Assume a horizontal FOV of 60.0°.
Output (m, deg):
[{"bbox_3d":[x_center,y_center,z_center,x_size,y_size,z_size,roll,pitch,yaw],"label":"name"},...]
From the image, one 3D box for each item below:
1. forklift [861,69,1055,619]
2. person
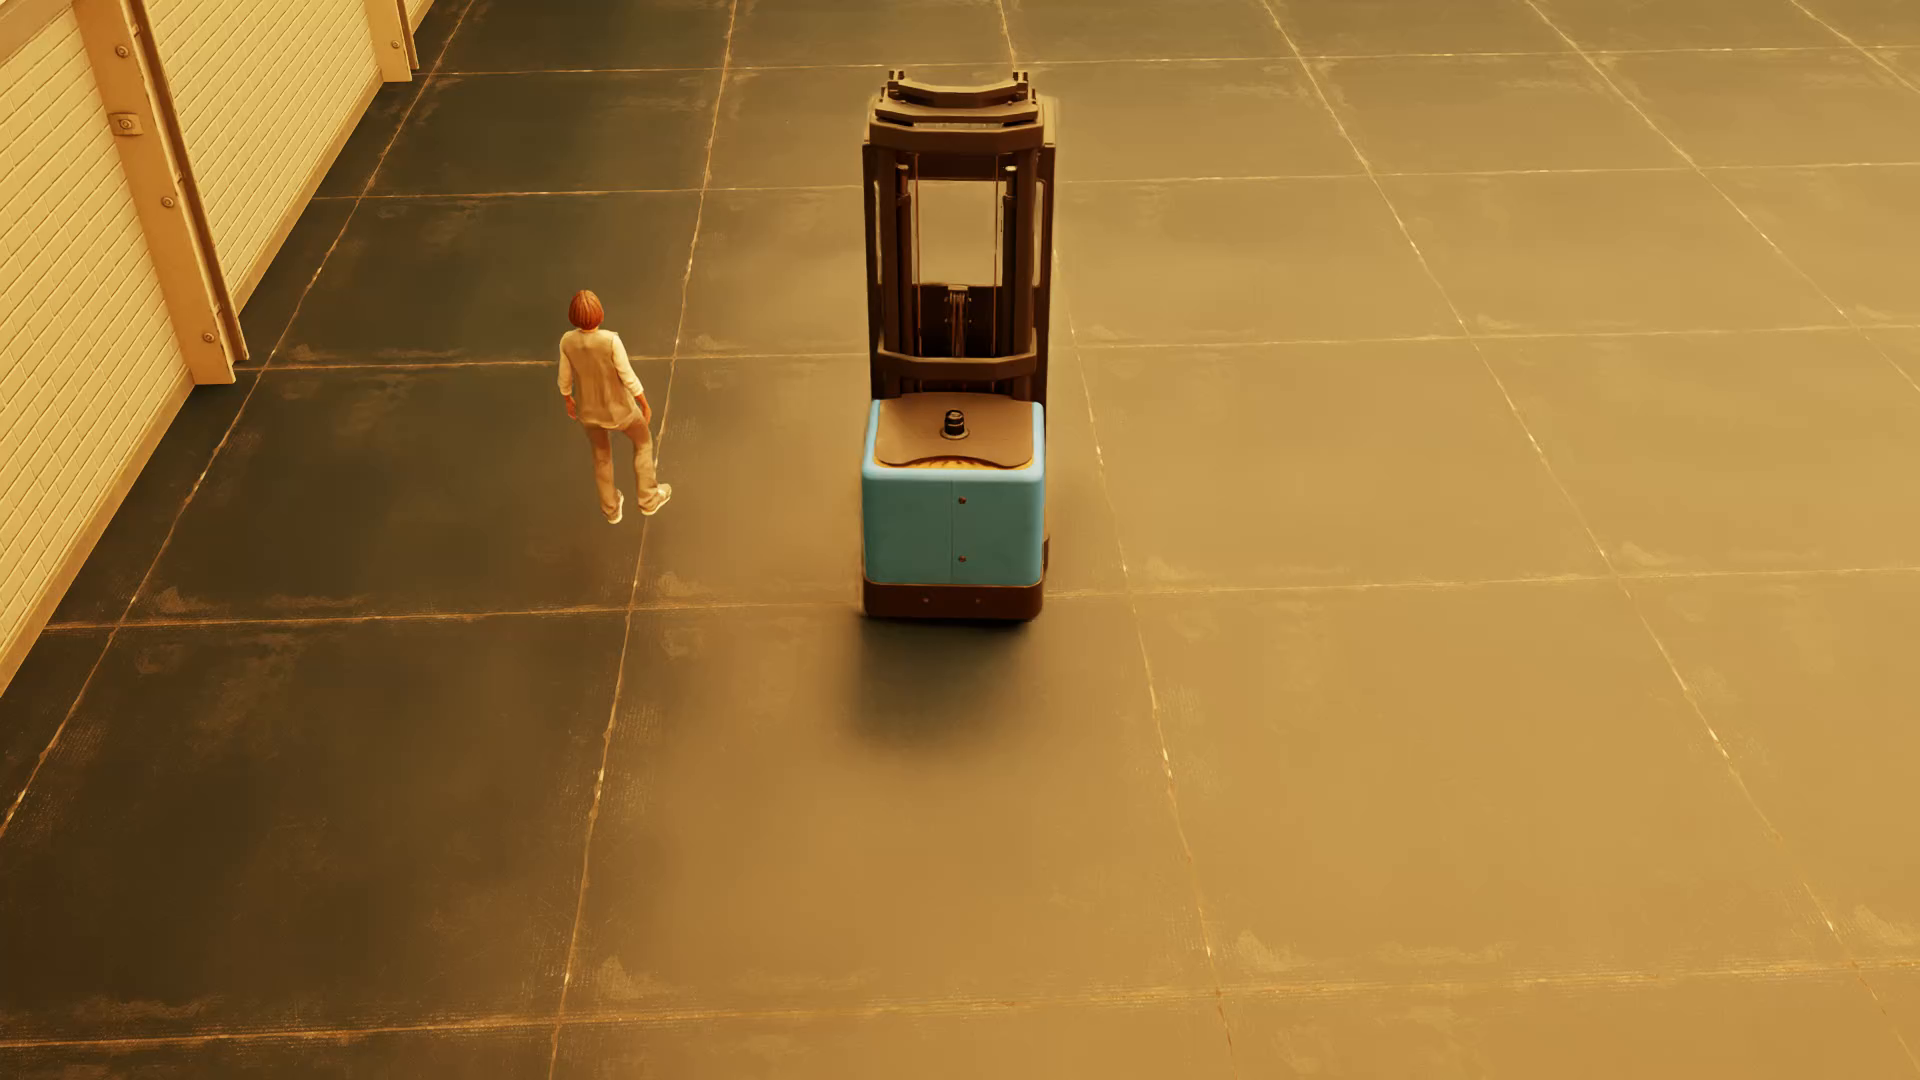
[{"bbox_3d":[0.001,-1.560,10.152,1.130,2.935,3.031,1,36,1],"label":"forklift"},{"bbox_3d":[-2.073,-0.795,9.829,0.517,1.585,0.426,4,36,6],"label":"person"}]
